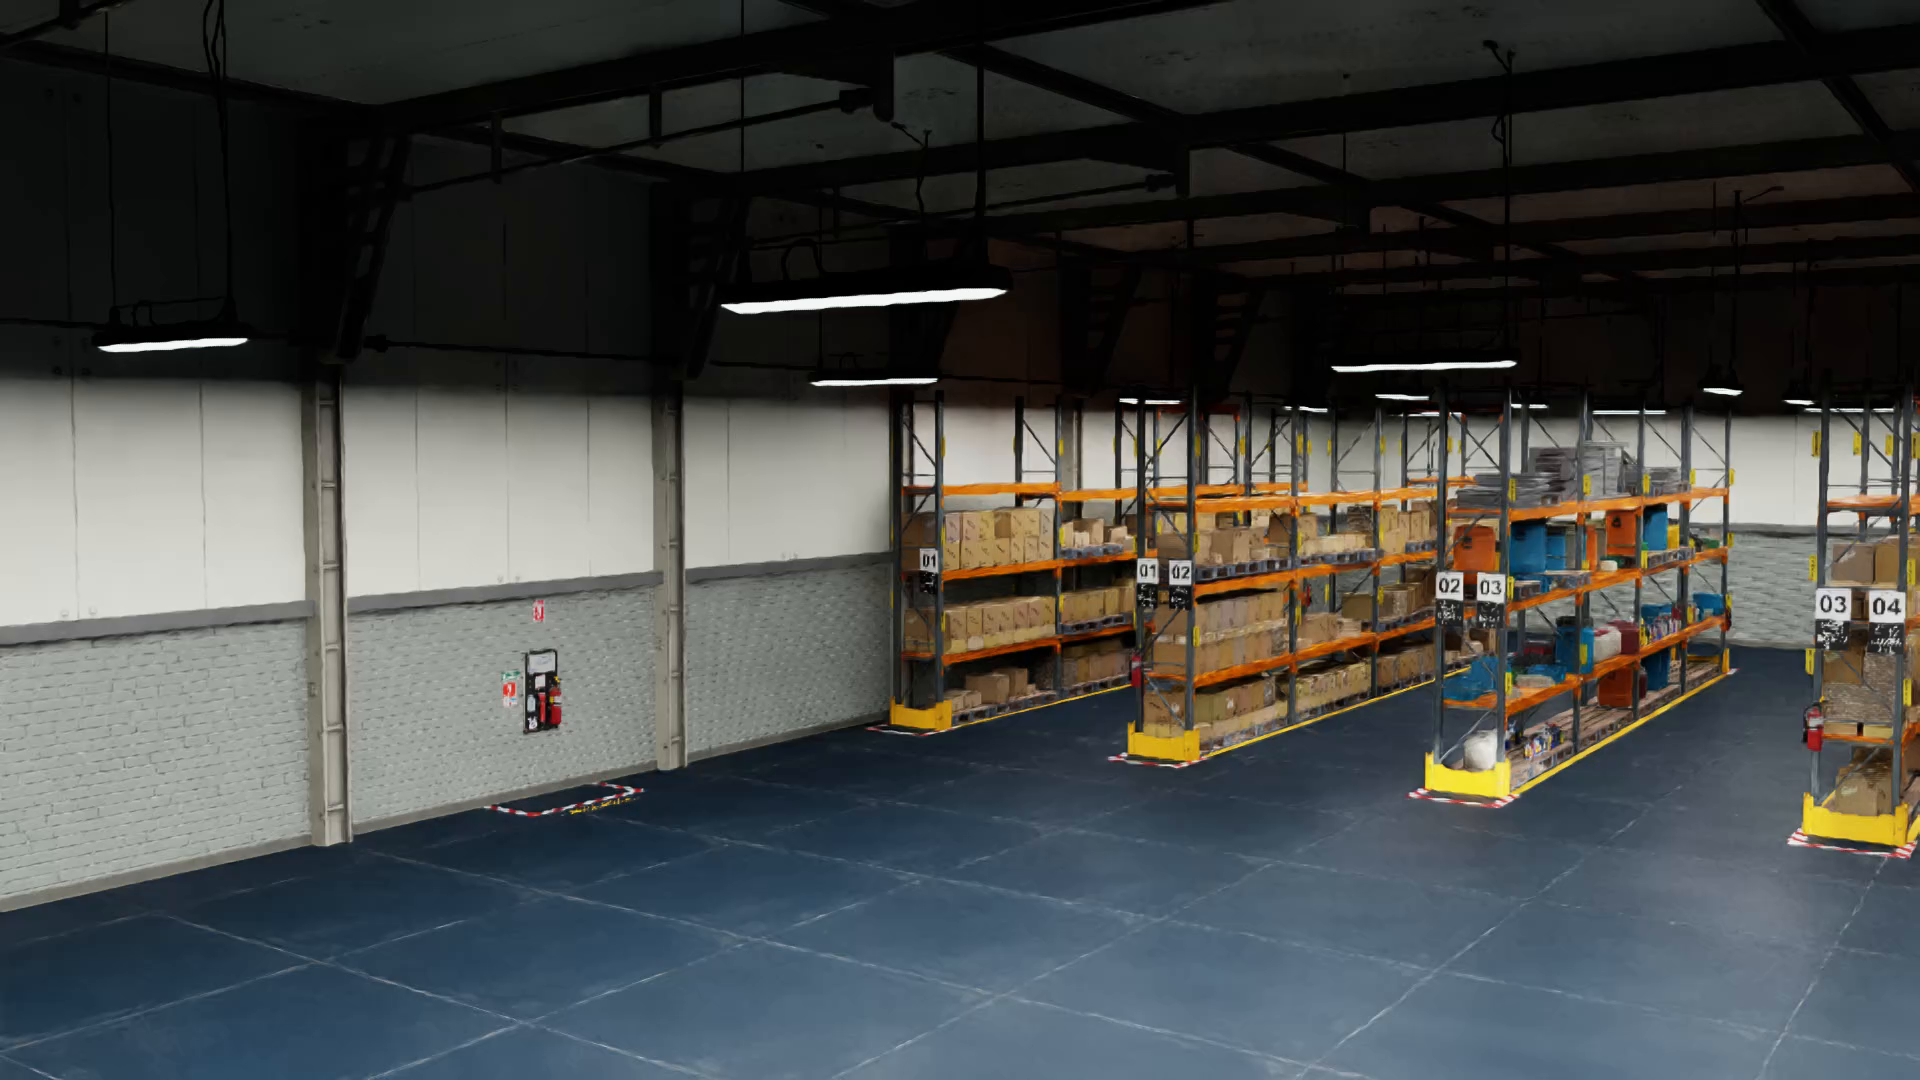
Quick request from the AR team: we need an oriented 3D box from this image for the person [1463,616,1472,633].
[{"bbox_3d":[13.524,1.680,43.760,0.609,1.742,0.966,1,3,12],"label":"person"}]
